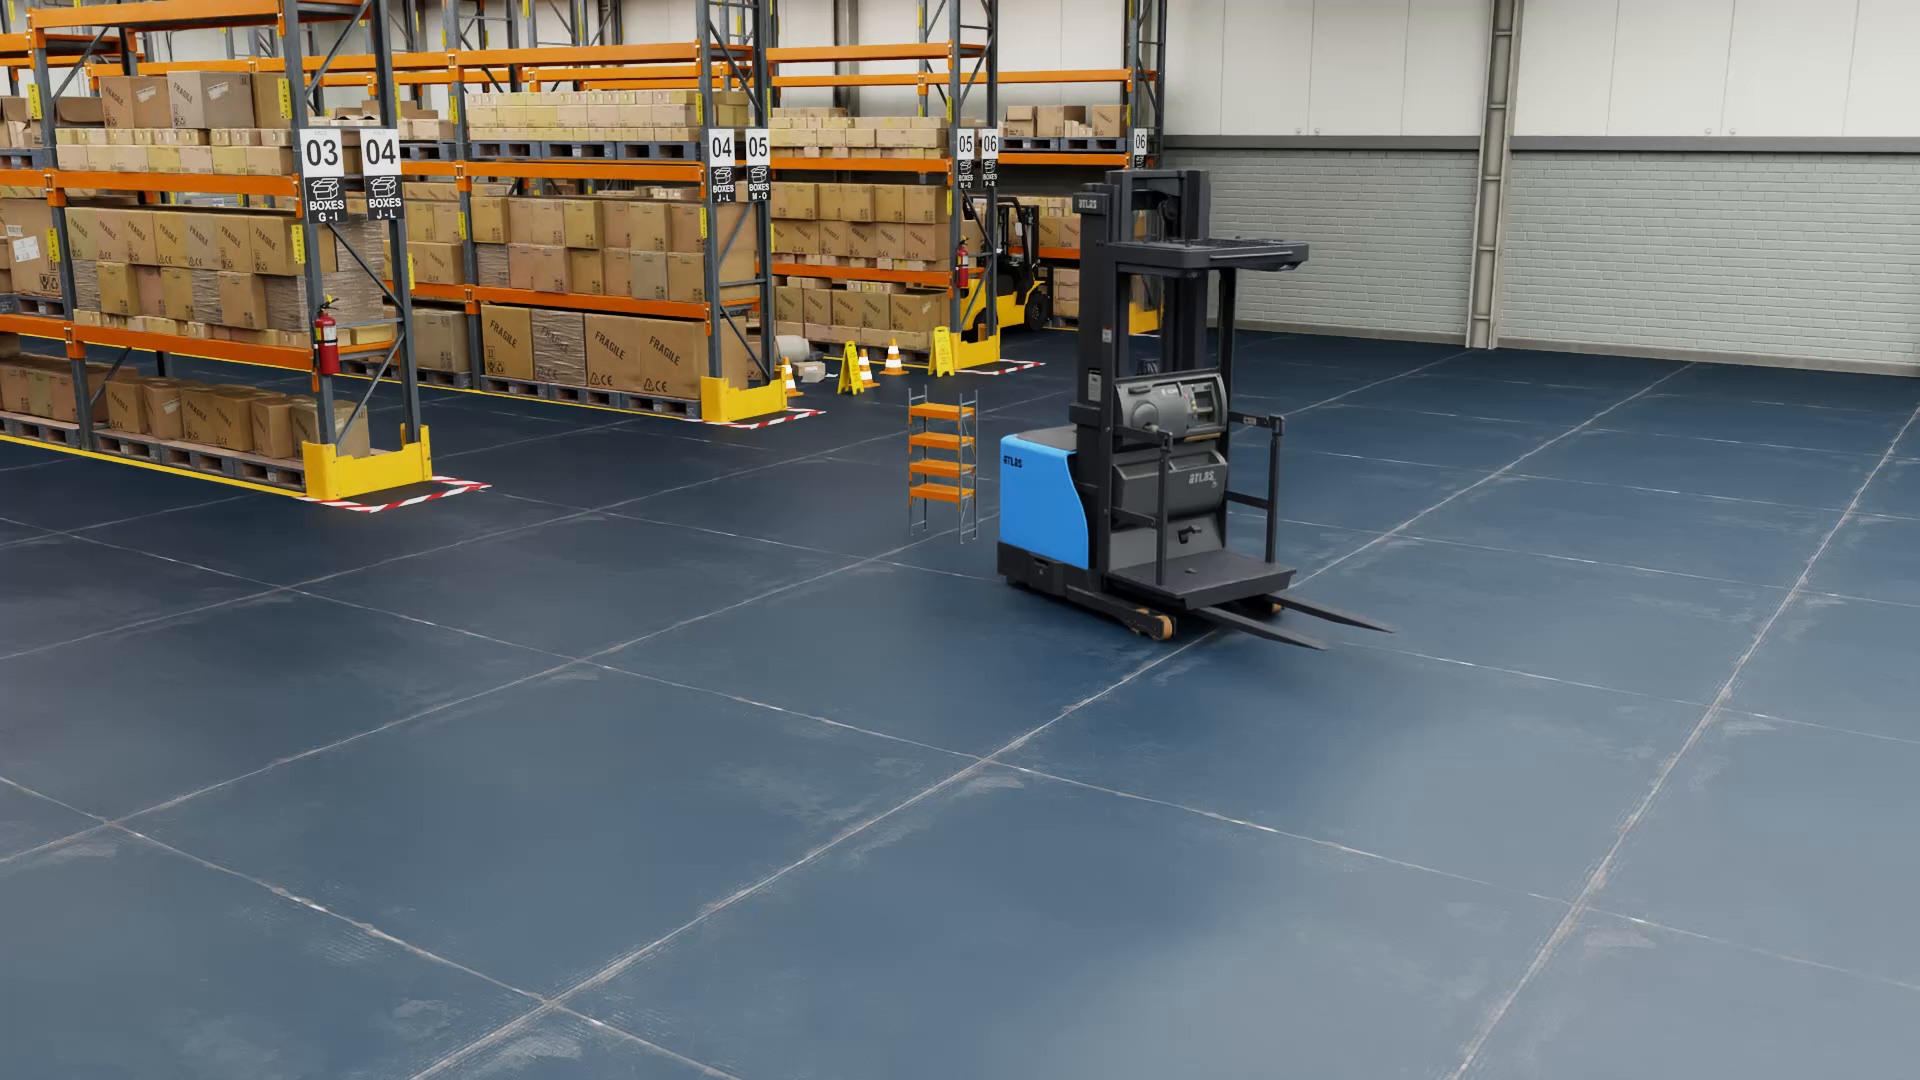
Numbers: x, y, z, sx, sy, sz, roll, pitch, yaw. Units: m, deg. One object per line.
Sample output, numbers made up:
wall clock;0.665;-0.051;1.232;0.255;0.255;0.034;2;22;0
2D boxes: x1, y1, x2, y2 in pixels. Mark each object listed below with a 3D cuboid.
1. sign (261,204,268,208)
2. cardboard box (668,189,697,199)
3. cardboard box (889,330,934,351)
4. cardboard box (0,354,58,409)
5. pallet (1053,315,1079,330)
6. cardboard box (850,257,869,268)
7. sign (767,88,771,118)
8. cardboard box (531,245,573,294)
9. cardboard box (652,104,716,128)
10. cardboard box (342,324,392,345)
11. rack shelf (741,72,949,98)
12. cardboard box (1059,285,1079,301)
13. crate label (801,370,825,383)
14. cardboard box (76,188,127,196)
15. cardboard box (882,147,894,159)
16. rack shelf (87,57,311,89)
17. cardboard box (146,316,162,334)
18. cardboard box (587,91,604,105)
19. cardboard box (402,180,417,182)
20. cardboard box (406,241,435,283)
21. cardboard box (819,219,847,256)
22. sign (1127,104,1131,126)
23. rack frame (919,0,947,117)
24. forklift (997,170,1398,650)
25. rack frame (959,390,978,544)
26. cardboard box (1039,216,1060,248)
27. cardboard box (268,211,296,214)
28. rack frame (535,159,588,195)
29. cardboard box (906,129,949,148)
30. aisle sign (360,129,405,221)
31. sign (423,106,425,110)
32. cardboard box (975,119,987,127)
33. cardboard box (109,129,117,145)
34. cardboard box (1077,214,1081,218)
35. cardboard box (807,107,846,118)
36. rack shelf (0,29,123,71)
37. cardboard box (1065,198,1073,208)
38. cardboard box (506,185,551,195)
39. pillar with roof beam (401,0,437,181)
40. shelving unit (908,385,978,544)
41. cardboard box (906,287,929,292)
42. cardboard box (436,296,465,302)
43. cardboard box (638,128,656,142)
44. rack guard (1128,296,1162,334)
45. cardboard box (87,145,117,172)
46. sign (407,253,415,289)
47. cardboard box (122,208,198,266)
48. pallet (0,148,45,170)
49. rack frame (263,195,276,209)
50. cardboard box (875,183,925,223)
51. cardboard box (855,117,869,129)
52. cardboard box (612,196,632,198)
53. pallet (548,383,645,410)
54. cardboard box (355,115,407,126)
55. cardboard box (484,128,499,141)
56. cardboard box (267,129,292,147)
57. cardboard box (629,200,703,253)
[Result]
sign;-9.426;-4.390;22.572;0.005;0.325;0.100;9;17;33
cardboard box;-4.221;-5.259;25.273;0.250;0.149;0.380;9;16;31
cardboard box;-0.654;-2.831;23.366;0.500;0.250;0.500;9;17;33
cardboard box;-10.474;-1.769;18.512;0.500;0.500;0.700;11;18;37
pallet;2.296;-3.635;27.567;1.213;0.211;1.003;9;17;33
cardboard box;-1.344;-3.947;23.548;0.250;0.149;0.380;9;17;32
sign;-2.178;-4.932;18.778;0.005;0.325;0.100;9;17;33
cardboard box;-4.647;-3.300;20.101;0.550;0.550;0.875;9;17;33
cardboard box;-3.054;-4.693;18.409;0.500;0.250;0.500;9;17;34
cardboard box;-5.448;-1.892;15.246;0.250;0.149;0.380;9;17;33
rack shelf;-2.025;-8.068;29.516;4.000;0.370;1.077;9;17;33
cardboard box;1.965;-4.078;27.364;0.500;0.250;0.500;9;17;32
crate label;-1.915;-2.141;21.687;0.298;0.136;0.250;1;14;4
cardboard box;-12.991;-5.200;25.180;0.500;0.500;0.500;9;16;31
cardboard box;-0.865;-5.347;22.960;0.250;0.149;0.380;9;17;33
rack shelf;-10.790;-6.613;23.641;4.000;0.370;1.077;9;17;33
cardboard box;-7.602;-2.091;16.050;0.250;0.149;0.380;9;17;33
cardboard box;-4.016;-5.025;18.919;0.250;0.149;0.380;9;16;32
cardboard box;-10.031;-6.159;29.673;0.500;0.500;0.500;9;17;33
cardboard box;-6.813;-3.573;21.306;0.500;0.500;0.500;9;17;32
cardboard box;-1.654;-4.322;23.714;0.500;0.500;0.500;9;17;33
sign;2.639;-6.635;25.965;0.005;0.325;0.100;9;17;33
rack frame;-0.366;-8.343;28.298;0.127;3.000;1.000;9;17;33
forklift;1.534;-0.904;10.877;1.130;2.935;3.031;-10;17;-34
rack frame;0.065;-0.572;13.136;0.015;1.200;0.240;9;17;33
cardboard box;1.548;-5.096;27.460;0.500;0.500;0.500;9;16;32
cardboard box;-6.060;-2.803;15.495;0.500;0.500;0.500;9;17;33
rack frame;-6.452;-4.977;27.185;0.127;3.000;1.000;9;17;33
cardboard box;-0.389;-5.447;22.533;0.500;0.250;0.500;9;16;32
aisle sign;-5.126;-3.241;14.765;0.004;0.787;0.394;9;17;33
sign;-9.476;-7.483;29.334;0.005;0.325;0.100;9;17;33
cardboard box;0.189;-6.936;27.959;0.500;0.311;0.500;10;17;34
cardboard box;-7.866;-3.849;15.870;0.250;0.149;0.380;10;17;34
cardboard box;2.100;-5.324;27.028;0.250;0.149;0.380;10;17;34
cardboard box;-2.375;-7.442;29.610;0.500;0.500;0.500;10;17;34
rack shelf;-10.323;-5.101;17.533;4.000;0.370;1.077;9;17;33
cardboard box;1.919;-5.513;27.173;0.250;0.149;0.380;9;17;33
cardboard box;-7.027;-5.528;27.123;0.500;0.500;0.500;9;16;31
pillar with roof beam;-14.460;-9.635;33.518;0.400;9.000;9.100;9;17;33
shelving unit;-0.137;-0.605;13.269;0.503;1.200;0.258;9;17;33
cardboard box;-0.785;-3.373;23.993;0.500;0.500;0.500;8;16;31
cardboard box;-8.458;-4.499;28.803;0.875;0.875;0.875;10;17;34
cardboard box;-3.380;-4.535;18.600;0.250;0.149;0.380;9;17;34
rack guard;2.973;-3.678;27.139;0.348;0.500;1.175;9;17;33
cardboard box;-7.991;-3.666;15.961;0.500;0.250;0.500;9;17;32
sign;-5.042;-2.456;15.202;0.005;0.325;0.100;9;17;33
cardboard box;-7.602;-2.898;15.879;0.500;0.500;0.500;9;17;33
pallet;-9.116;-3.933;17.119;1.003;0.211;1.213;9;17;33
rack frame;-9.131;-3.976;23.144;0.127;3.000;1.000;9;17;33
cardboard box;-0.775;-4.677;23.065;0.500;0.500;0.700;9;17;33
cardboard box;-1.257;-5.803;23.145;0.250;0.149;0.380;9;16;31
cardboard box;-5.327;-5.129;26.098;0.500;0.500;0.500;10;17;34
pallet;-4.208;-1.805;20.177;1.213;0.211;1.003;9;17;33
cardboard box;-7.389;-5.296;21.337;0.500;0.311;0.500;8;16;31
cardboard box;-5.483;-4.875;19.974;0.250;0.149;0.380;9;17;33
cardboard box;-5.749;-3.480;14.378;0.250;0.149;0.380;9;17;33
cardboard box;-3.287;-3.613;19.118;0.550;0.550;0.875;9;17;33
